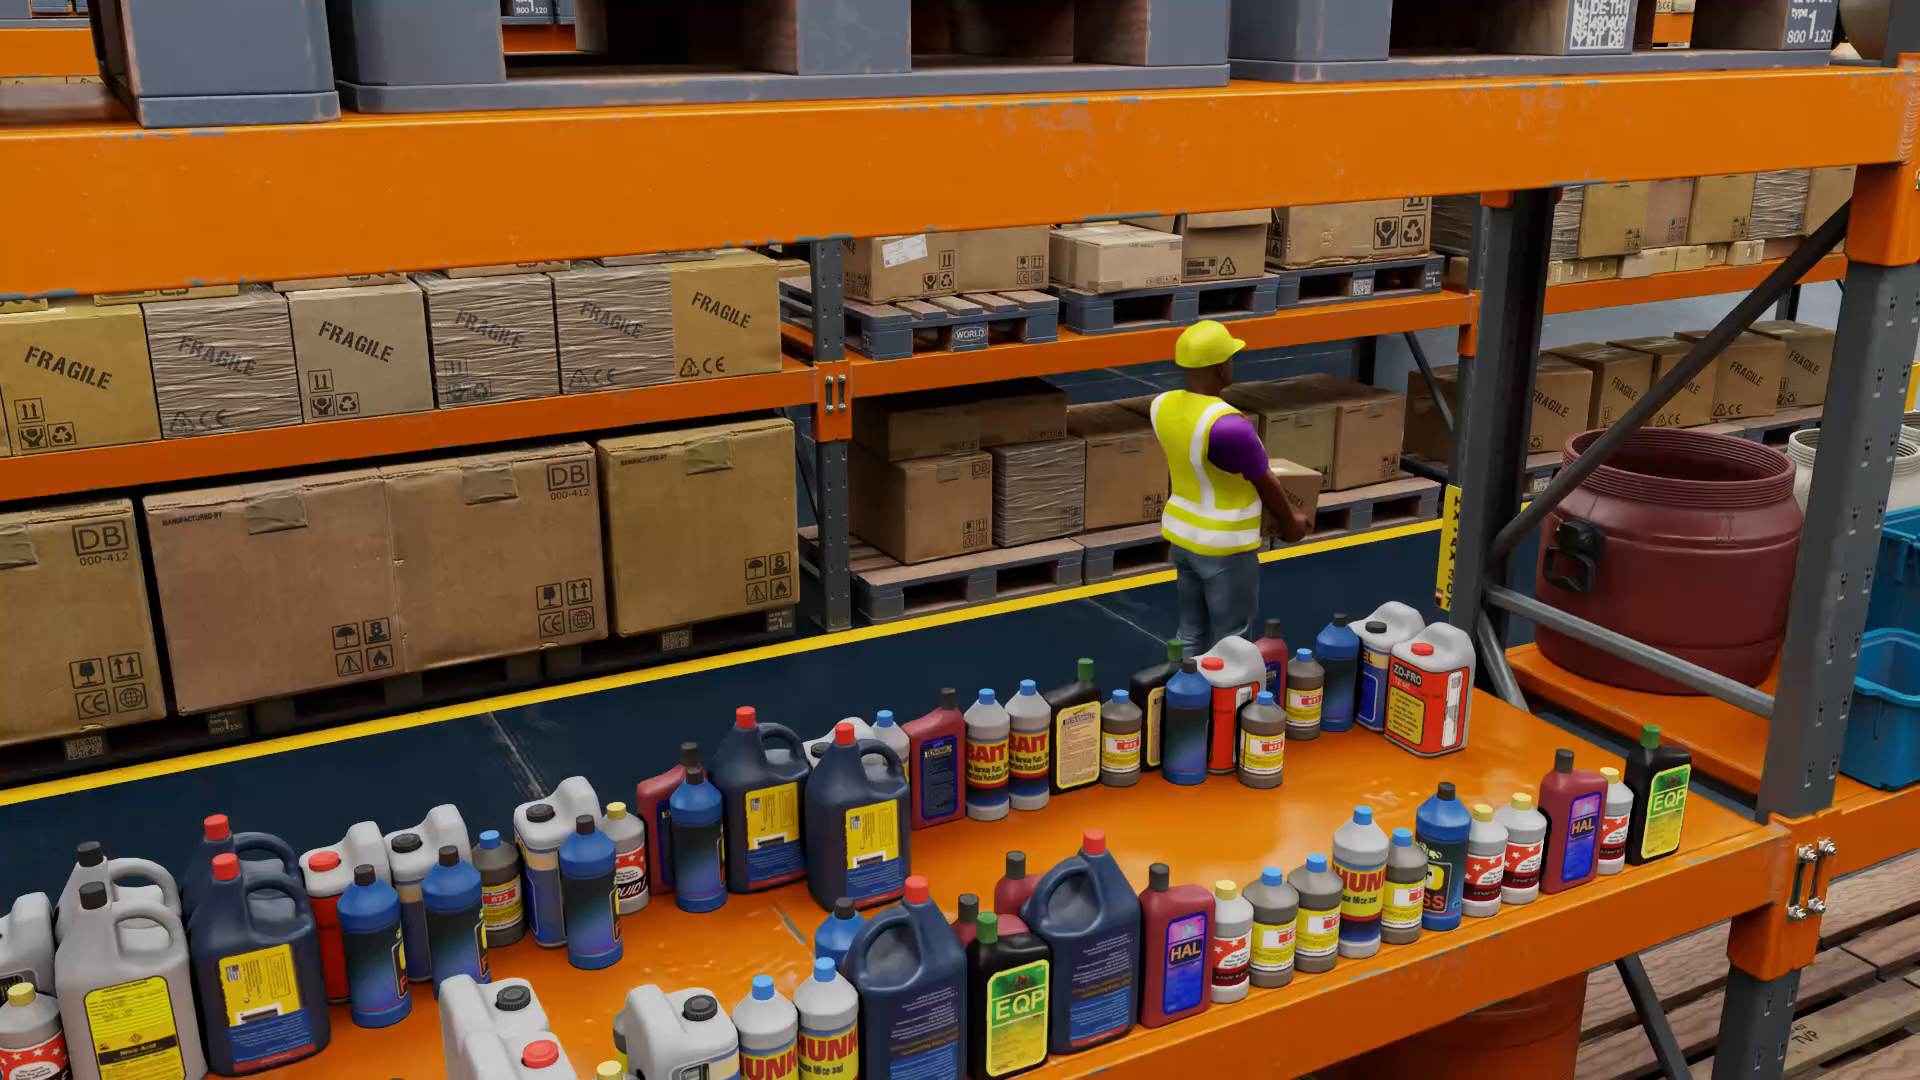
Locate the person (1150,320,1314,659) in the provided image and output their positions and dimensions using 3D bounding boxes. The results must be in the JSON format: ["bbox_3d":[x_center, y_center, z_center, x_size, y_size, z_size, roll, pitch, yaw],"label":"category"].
[{"bbox_3d":[1.061,-0.002,6.537,0.577,1.760,0.503,-9,20,-26],"label":"person"}]
